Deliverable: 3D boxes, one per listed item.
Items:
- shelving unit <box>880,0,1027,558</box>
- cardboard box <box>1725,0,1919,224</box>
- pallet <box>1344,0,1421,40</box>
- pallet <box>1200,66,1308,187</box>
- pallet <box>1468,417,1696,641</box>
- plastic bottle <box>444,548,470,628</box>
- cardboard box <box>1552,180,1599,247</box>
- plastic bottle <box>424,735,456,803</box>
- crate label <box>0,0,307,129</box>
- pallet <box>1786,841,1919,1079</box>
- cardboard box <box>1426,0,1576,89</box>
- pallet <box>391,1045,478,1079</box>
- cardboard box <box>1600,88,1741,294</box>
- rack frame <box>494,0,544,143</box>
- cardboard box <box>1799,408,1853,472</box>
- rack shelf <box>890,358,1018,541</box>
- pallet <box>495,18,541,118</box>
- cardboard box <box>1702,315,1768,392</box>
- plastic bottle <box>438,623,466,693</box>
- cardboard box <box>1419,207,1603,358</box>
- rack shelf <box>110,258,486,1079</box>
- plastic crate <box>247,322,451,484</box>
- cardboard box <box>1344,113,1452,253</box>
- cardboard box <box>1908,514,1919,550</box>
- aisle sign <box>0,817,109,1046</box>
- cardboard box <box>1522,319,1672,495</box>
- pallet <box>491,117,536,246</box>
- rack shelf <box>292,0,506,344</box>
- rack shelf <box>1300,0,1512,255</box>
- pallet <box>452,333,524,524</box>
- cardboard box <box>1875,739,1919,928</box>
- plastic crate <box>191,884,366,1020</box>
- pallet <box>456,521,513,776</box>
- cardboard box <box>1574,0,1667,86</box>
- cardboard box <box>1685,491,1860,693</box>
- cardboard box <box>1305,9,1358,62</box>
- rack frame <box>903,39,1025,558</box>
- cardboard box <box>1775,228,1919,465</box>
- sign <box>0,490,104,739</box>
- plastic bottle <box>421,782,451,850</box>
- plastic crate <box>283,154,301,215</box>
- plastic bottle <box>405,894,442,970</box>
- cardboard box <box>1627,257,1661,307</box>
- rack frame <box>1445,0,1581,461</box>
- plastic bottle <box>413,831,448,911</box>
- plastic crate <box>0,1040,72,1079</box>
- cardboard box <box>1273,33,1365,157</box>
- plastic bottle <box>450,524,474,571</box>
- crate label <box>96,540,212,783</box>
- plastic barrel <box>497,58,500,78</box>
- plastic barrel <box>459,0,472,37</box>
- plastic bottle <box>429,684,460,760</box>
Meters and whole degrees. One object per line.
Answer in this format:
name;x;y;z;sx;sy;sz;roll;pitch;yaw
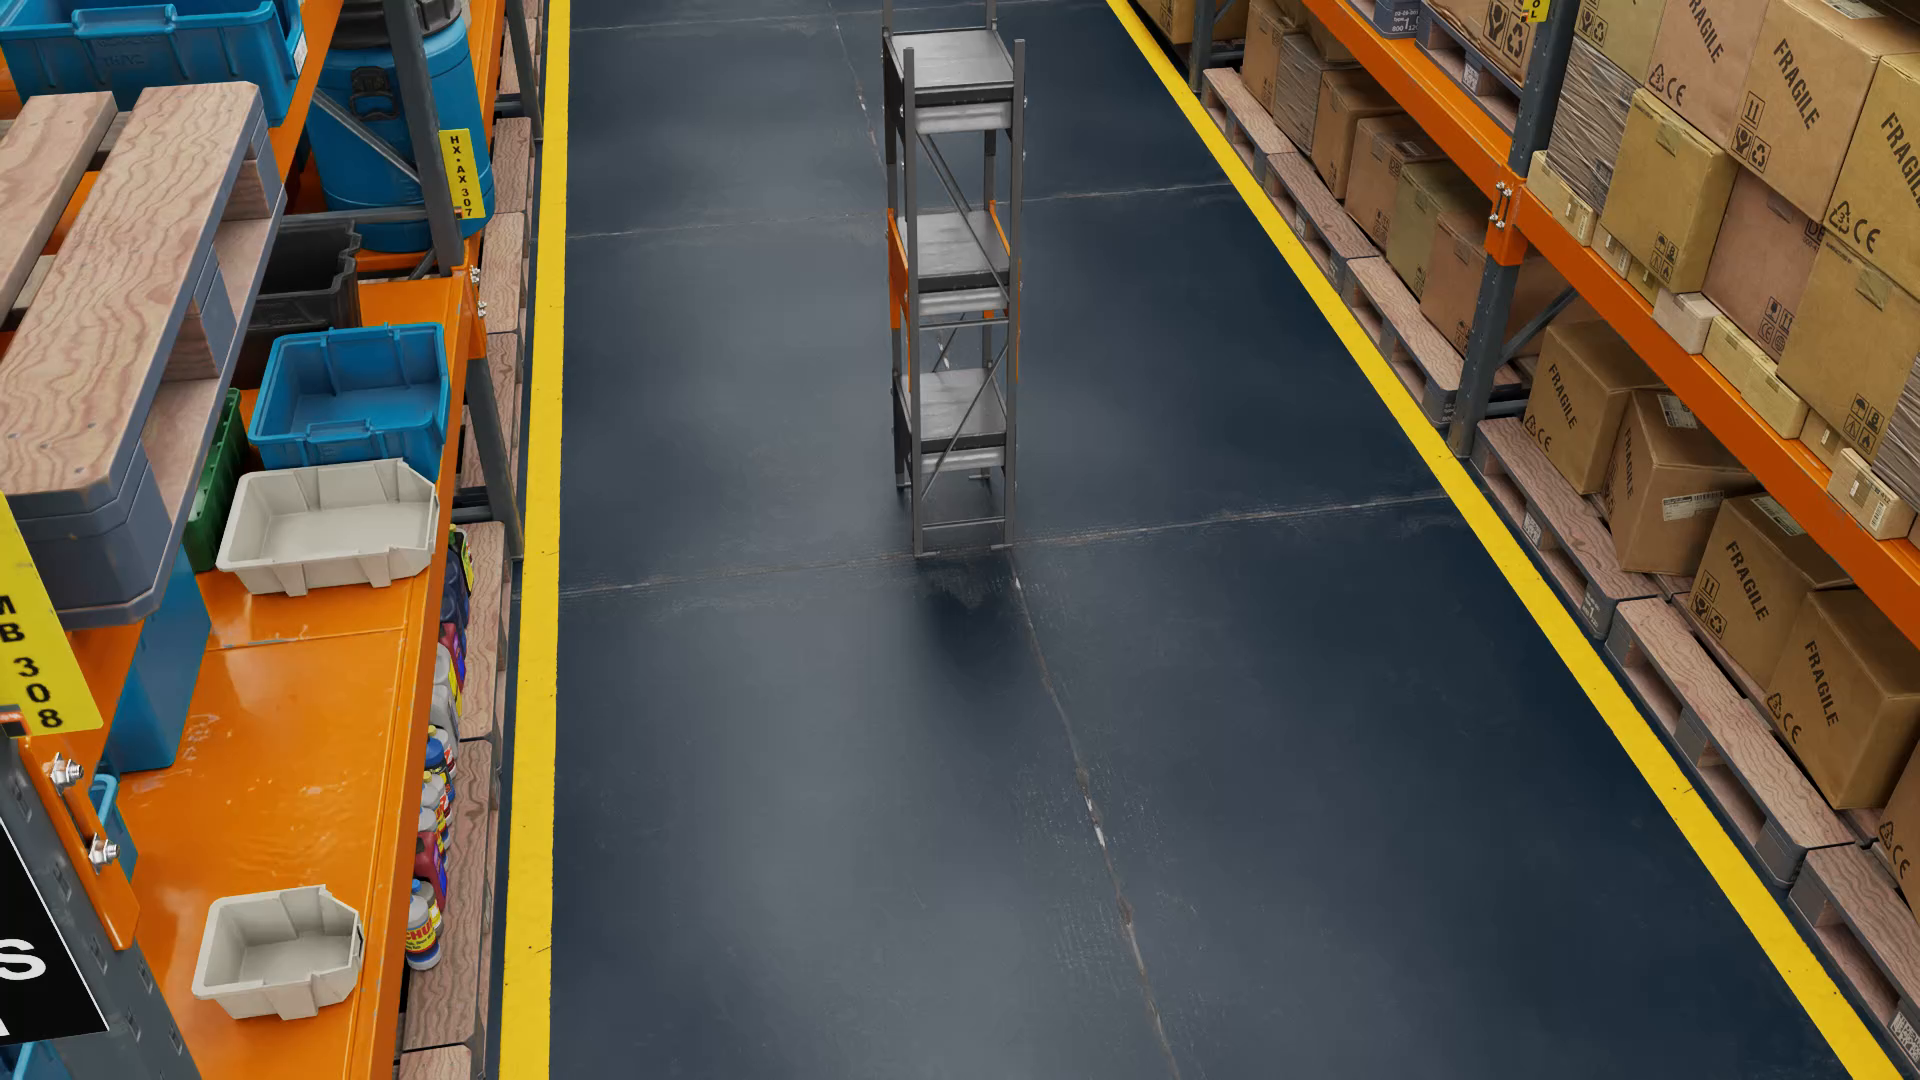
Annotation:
shelving unit;-0.029;-0.929;6.235;0.431;2.100;0.503;-6;38;-8
cardboard box;2.636;-1.269;4.799;0.500;0.500;0.500;-6;38;-8
pallet;2.317;-2.769;8.025;1.003;0.211;1.213;-6;38;-8
pallet;2.065;-2.462;9.748;1.003;0.211;1.213;-6;38;-8
pallet;2.783;-0.117;6.728;1.003;0.211;1.213;-6;38;-8
plastic bottle;-1.849;0.143;5.921;0.144;0.351;0.185;-7;38;-9
cardboard box;2.403;-1.206;6.062;0.380;0.149;0.250;-6;38;-8
plastic bottle;-1.668;0.714;5.251;0.097;0.271;0.097;0;38;0
crate label;-1.547;-0.963;3.221;0.502;0.251;0.408;-6;38;-8
pallet;3.211;1.357;4.831;1.003;0.211;1.213;-6;38;-8
cardboard box;2.629;-2.517;6.714;1.000;1.000;1.000;-6;38;-8
pallet;-1.741;1.898;4.135;1.003;0.211;1.213;-6;38;-8
cardboard box;2.702;-1.192;5.516;0.875;0.500;0.500;-6;38;-8
rack frame;-2.947;-3.503;8.814;1.000;3.000;0.127;-6;38;-8
cardboard box;2.737;-0.308;4.906;0.380;0.149;0.250;-6;38;-8
rack shelf;-0.029;-0.366;6.672;0.431;0.518;0.480;-6;38;-8
pallet;-3.126;-2.874;10.277;1.003;0.211;1.213;-6;38;-8
cardboard box;2.616;-0.606;5.290;0.380;0.149;0.250;-6;38;-8
plastic bottle;-1.746;0.380;5.672;0.061;0.283;0.133;-4;38;-5
cardboard box;2.544;-1.180;7.502;0.700;0.500;0.500;-9;39;-11
rack shelf;-1.895;0.405;4.370;1.077;0.370;4.000;-6;38;-8
plastic crate;-1.784;-0.389;4.927;0.499;0.251;0.616;-6;38;-8
cardboard box;2.381;-1.808;8.311;0.700;0.500;0.500;-9;39;-12
cardboard box;2.843;-0.008;4.520;0.380;0.149;0.250;-6;38;-8
aisle sign;-1.243;0.314;1.781;0.394;0.787;0.004;-6;38;-8
cardboard box;2.661;-0.553;6.712;0.500;0.500;0.500;-7;38;-9
pallet;-2.849;-1.930;9.062;1.003;0.211;1.213;-6;38;-8
rack shelf;-2.596;-2.011;7.480;1.077;0.370;4.000;-6;38;-8
rack shelf;2.280;-2.544;8.166;1.077;0.370;4.000;-6;38;-8
pallet;-2.421;-0.456;7.165;1.003;0.211;1.213;-6;38;-8
cardboard box;3.100;0.881;4.866;0.500;0.500;0.500;3;38;4
plastic crate;-1.384;0.858;3.416;0.298;0.136;0.250;-6;38;-8
pallet;-2.169;0.424;6.032;1.003;0.211;1.213;-6;38;-8
cardboard box;2.459;-1.872;5.576;0.500;0.500;0.500;-6;38;-8
cardboard box;2.956;0.159;5.795;0.500;0.500;0.500;-9;39;-12
cardboard box;2.179;-2.798;8.974;0.500;0.250;0.500;-2;38;-3
rack frame;0.014;-0.782;6.045;0.400;2.100;0.015;-6;38;-8
cardboard box;2.936;-0.595;4.747;0.875;0.500;0.500;-6;38;-8
sign;-1.002;0.084;1.744;0.100;0.325;0.005;-6;38;-8
plastic bottle;-1.633;0.837;5.093;0.097;0.271;0.097;0;38;0
plastic crate;-2.632;-1.372;6.019;0.402;0.464;0.583;-6;38;-8
plastic bottle;-1.555;1.104;4.749;0.097;0.271;0.097;0;38;0
cardboard box;2.528;-0.908;5.679;0.380;0.149;0.250;-6;38;-8
rack frame;2.631;-1.620;6.390;1.000;3.000;0.127;-6;38;-8
plastic bottle;-1.577;0.961;4.924;0.061;0.283;0.133;-6;38;-7
plastic crate;-1.927;1.118;2.988;0.499;0.251;0.616;-6;38;-8
cardboard box;2.176;-2.486;9.184;0.700;0.500;0.500;-9;39;-12
plastic bottle;-1.875;0.030;6.189;0.097;0.201;0.097;0;38;0
crate label;-2.133;0.232;3.977;0.502;0.435;0.616;-6;38;-8
plastic barrel;-3.049;-3.106;9.729;0.600;0.830;0.708;-6;38;-8
plastic barrel;-2.402;-2.447;7.344;0.433;0.535;0.433;0;38;0
plastic bottle;-1.734;0.582;5.417;0.152;0.276;0.135;-6;38;-7
